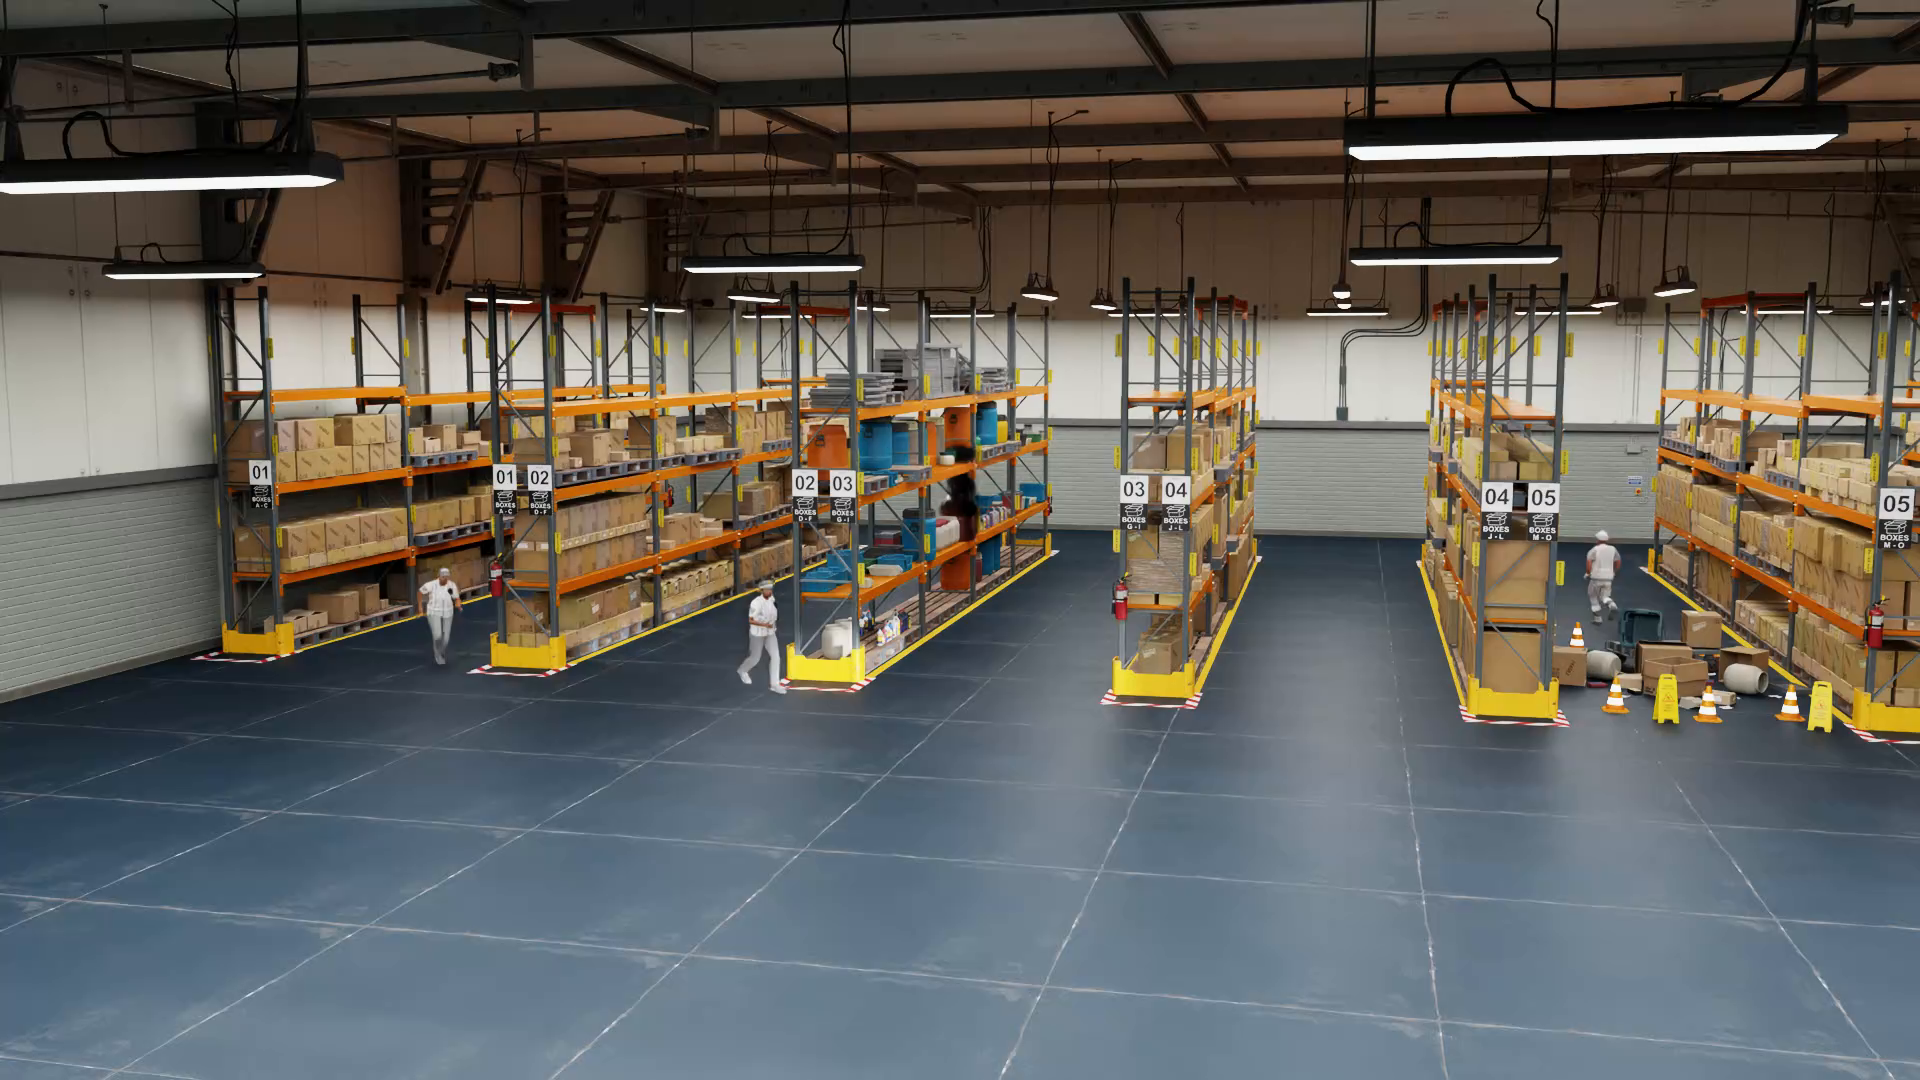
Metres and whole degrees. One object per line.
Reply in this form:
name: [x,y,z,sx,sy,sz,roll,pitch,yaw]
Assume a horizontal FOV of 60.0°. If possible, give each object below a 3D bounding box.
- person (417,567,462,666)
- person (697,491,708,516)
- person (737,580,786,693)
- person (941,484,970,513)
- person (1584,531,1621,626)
person: [-8.220,1.209,26.336,0.618,1.591,0.844,-4,8,-33]
person: [-6.116,-0.422,40.430,0.588,1.561,0.838,0,7,0]
person: [-2.917,1.378,24.314,0.556,1.661,0.971,-6,9,-41]
person: [-0.083,-0.487,40.208,0.710,1.749,0.977,1,7,8]
person: [11.598,0.702,29.997,0.641,1.728,0.673,0,7,-1]
